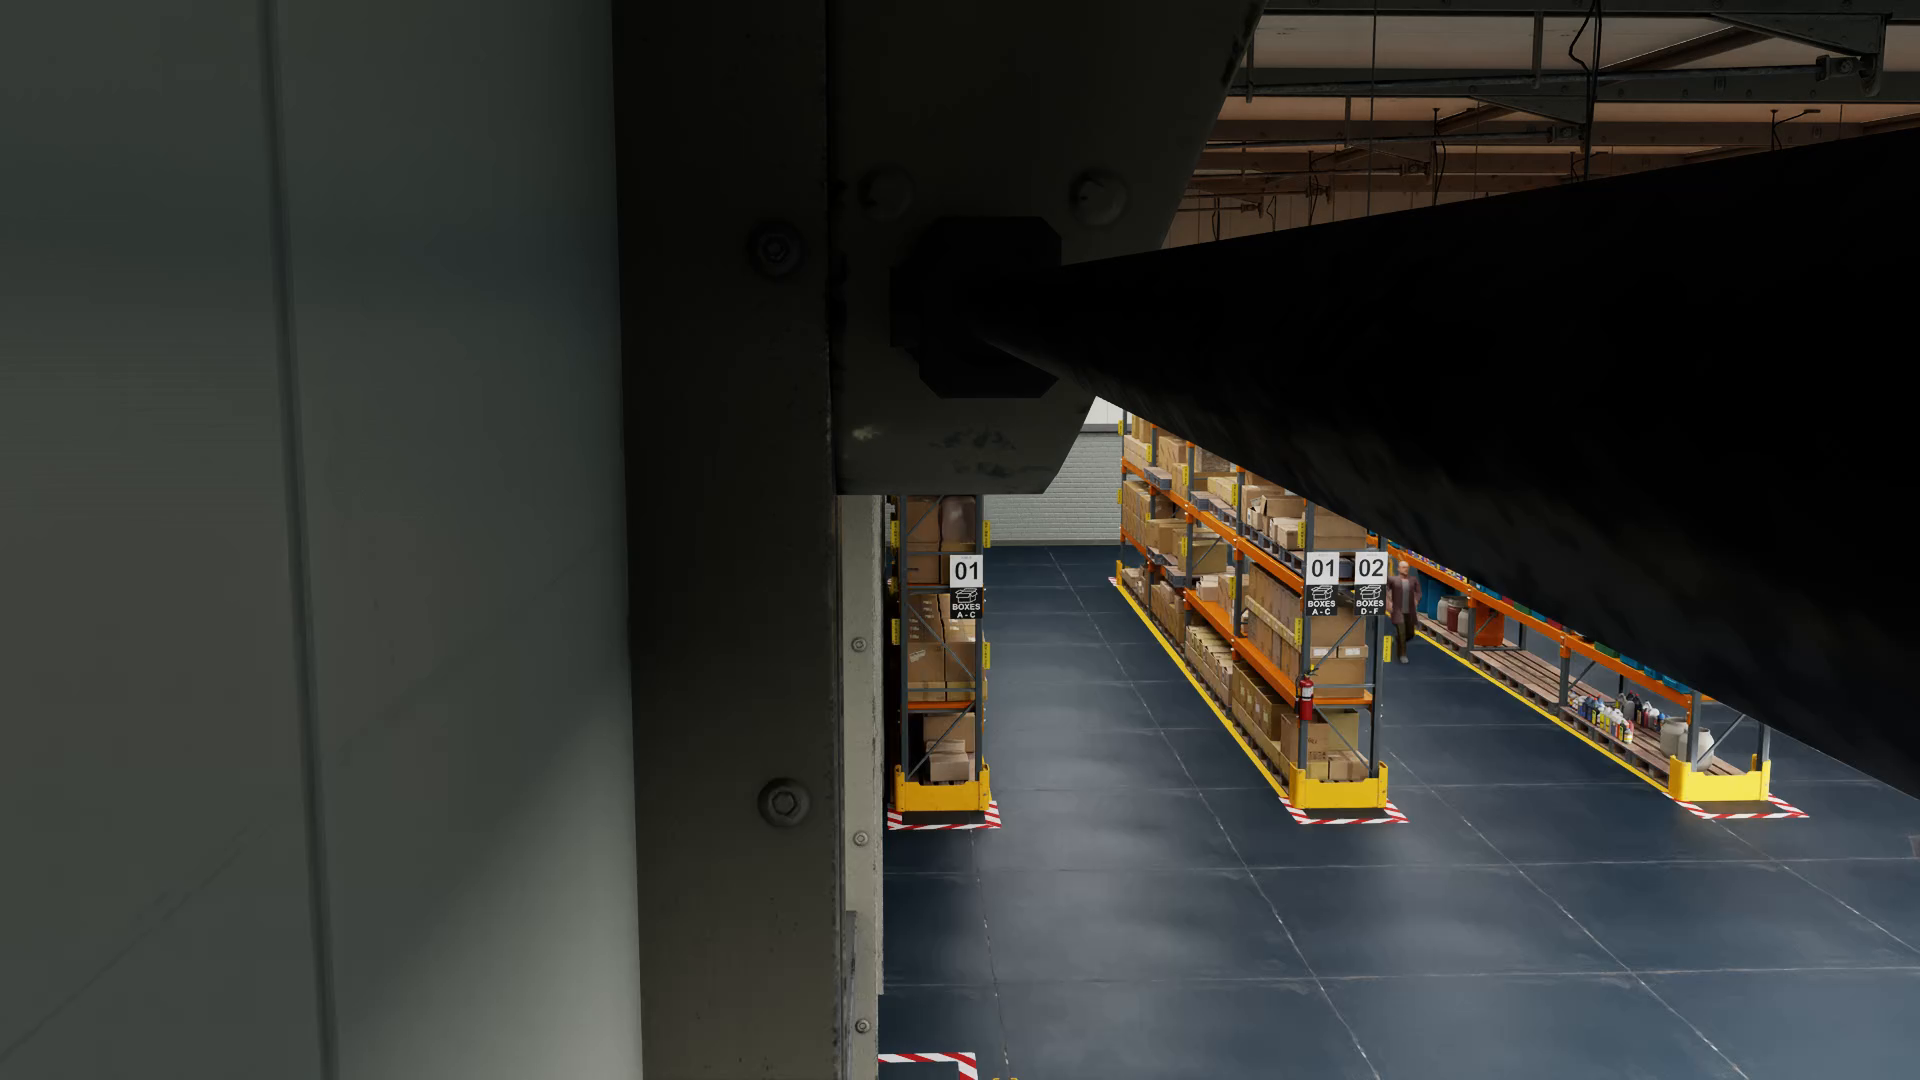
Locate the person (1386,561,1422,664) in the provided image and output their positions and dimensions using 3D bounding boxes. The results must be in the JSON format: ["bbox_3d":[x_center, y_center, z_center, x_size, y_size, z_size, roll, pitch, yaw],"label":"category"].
[{"bbox_3d":[7.651,1.253,28.820,0.716,1.693,0.836,0,8,-3],"label":"person"}]
